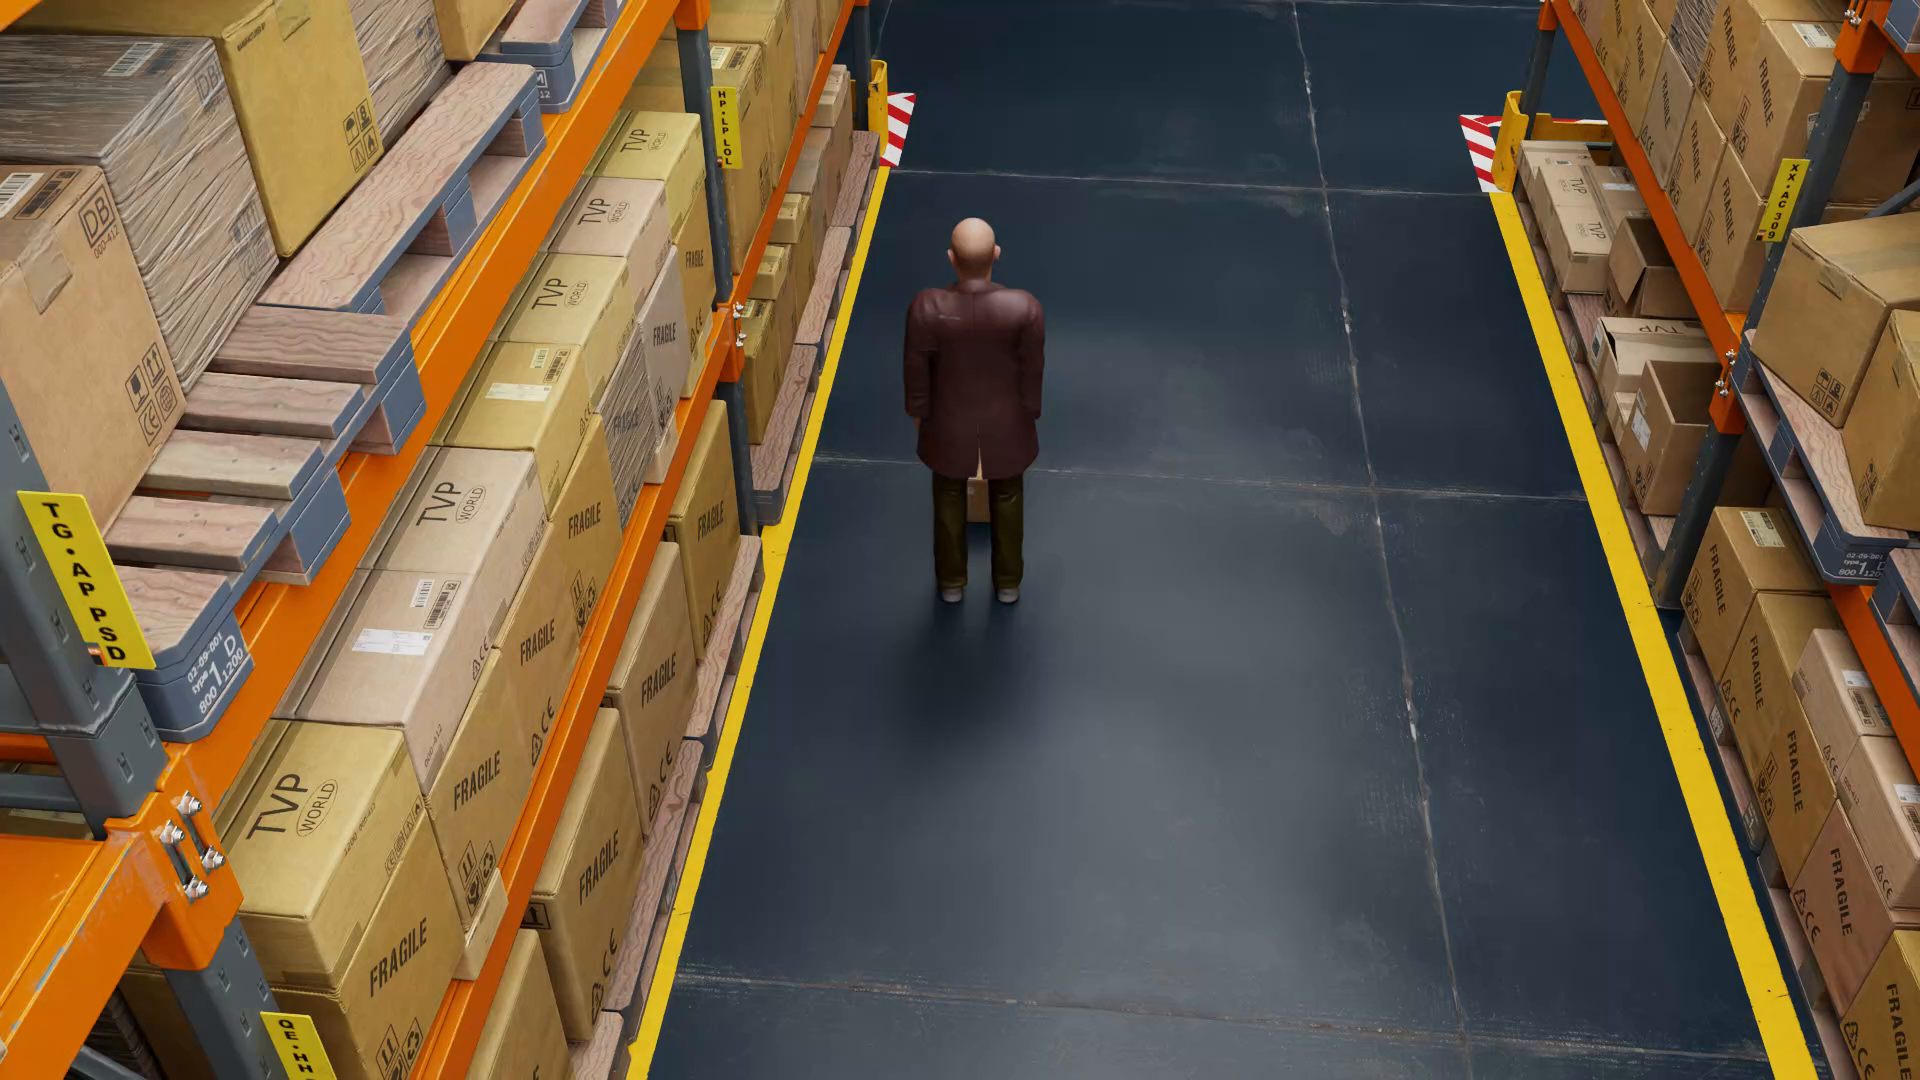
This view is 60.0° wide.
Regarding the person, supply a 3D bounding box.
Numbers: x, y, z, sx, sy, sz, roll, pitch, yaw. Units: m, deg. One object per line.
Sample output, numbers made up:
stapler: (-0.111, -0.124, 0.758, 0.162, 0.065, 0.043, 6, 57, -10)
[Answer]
person: (0.053, -0.515, 6.801, 0.562, 1.772, 0.378, 1, 40, 1)
